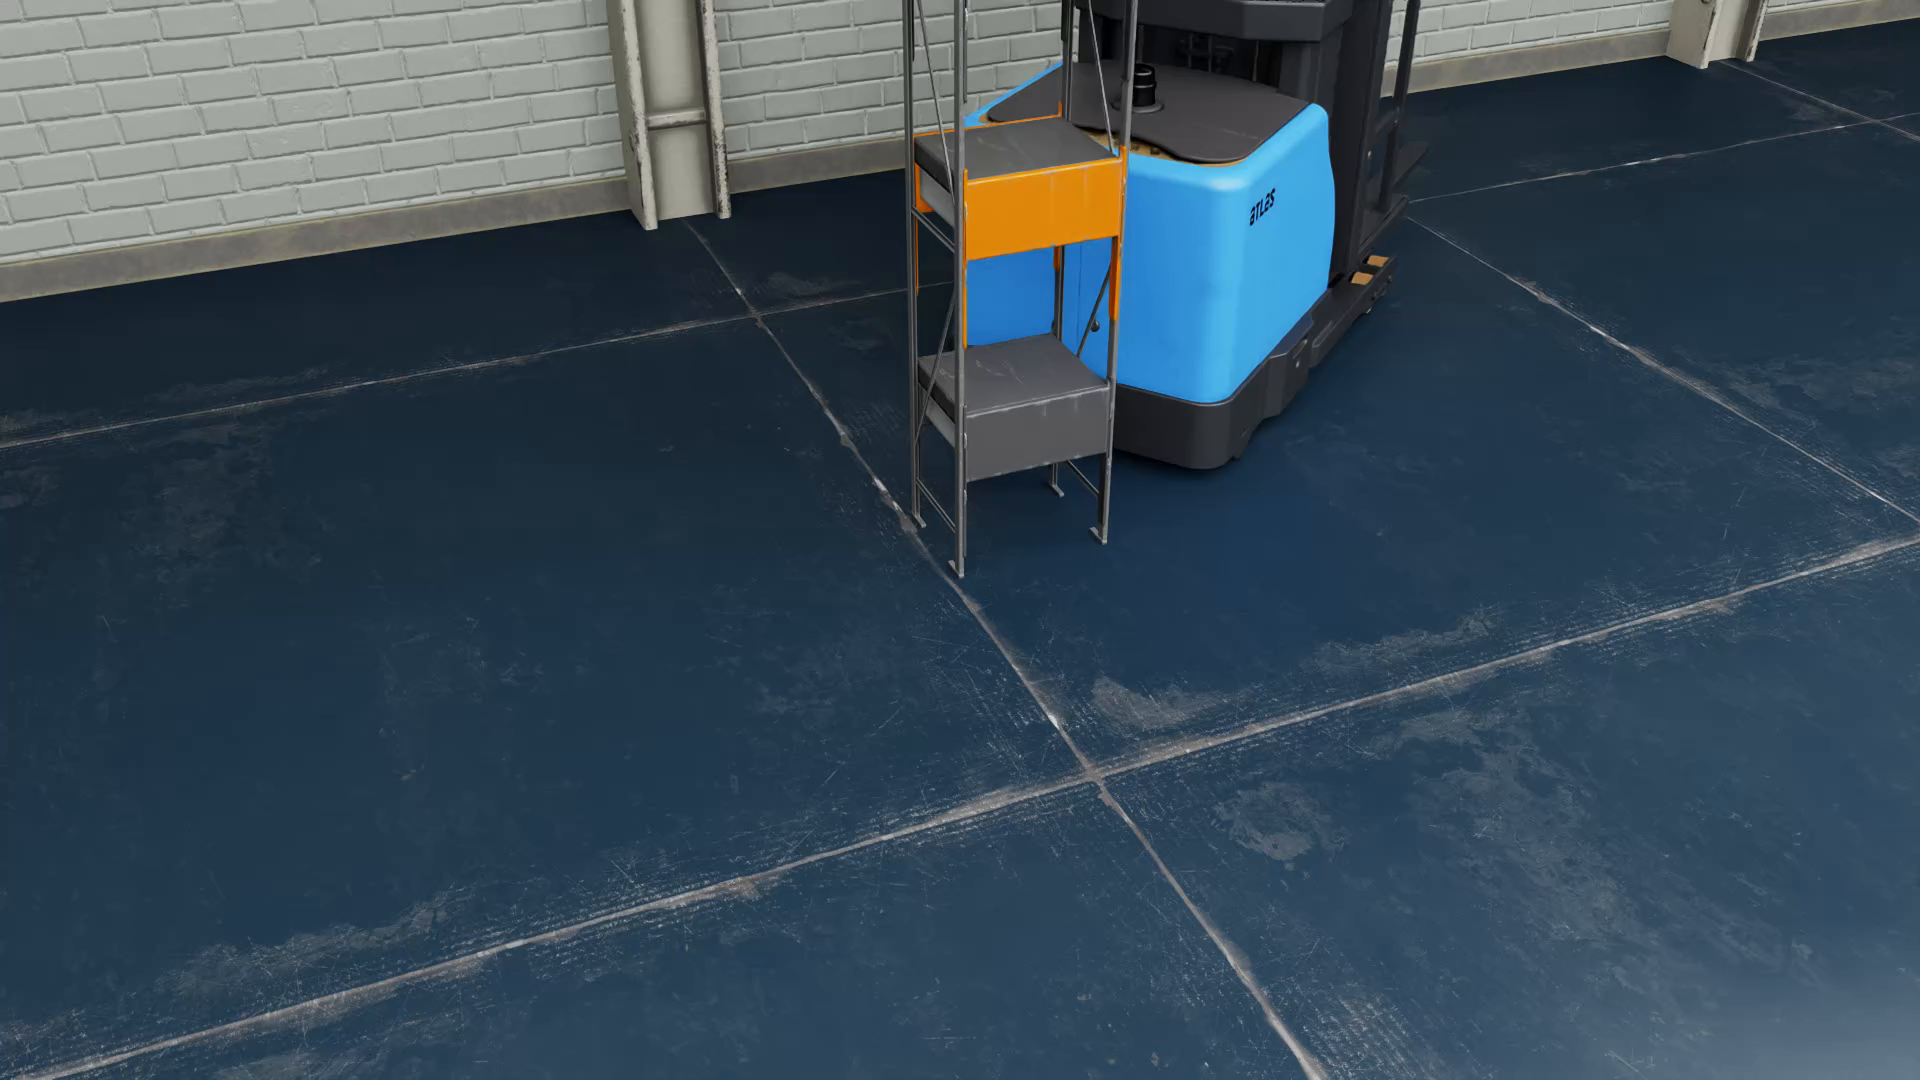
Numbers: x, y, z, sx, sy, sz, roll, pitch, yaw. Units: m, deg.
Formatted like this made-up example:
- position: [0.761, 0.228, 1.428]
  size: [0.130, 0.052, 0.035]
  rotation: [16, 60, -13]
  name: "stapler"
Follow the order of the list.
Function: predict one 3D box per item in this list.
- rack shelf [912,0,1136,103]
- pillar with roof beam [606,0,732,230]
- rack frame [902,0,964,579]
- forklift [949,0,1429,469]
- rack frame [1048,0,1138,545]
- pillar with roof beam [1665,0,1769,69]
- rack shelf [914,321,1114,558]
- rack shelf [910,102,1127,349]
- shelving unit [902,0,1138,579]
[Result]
- position: [0.153, -1.490, 4.357]
  size: [0.480, 0.518, 0.431]
  rotation: [-13, 35, -19]
  name: "rack shelf"
- position: [0.398, -3.096, 1.758]
  size: [0.400, 9.000, 9.100]
  rotation: [-13, 35, -19]
  name: "pillar with roof beam"
- position: [-0.072, -0.864, 4.652]
  size: [0.015, 2.100, 0.400]
  rotation: [-13, 35, -19]
  name: "rack frame"
- position: [1.121, -2.238, 6.003]
  size: [1.130, 2.935, 3.031]
  rotation: [17, 37, 24]
  name: "forklift"
- position: [0.378, -0.967, 4.810]
  size: [0.015, 2.100, 0.400]
  rotation: [-13, 35, -19]
  name: "rack frame"
- position: [5.930, -4.363, 3.705]
  size: [0.400, 9.000, 9.100]
  rotation: [-13, 35, -19]
  name: "pillar with roof beam"
- position: [0.153, -0.317, 5.120]
  size: [0.480, 0.518, 0.431]
  rotation: [-13, 35, -19]
  name: "rack shelf"
- position: [0.153, -0.904, 4.738]
  size: [0.480, 0.518, 0.431]
  rotation: [-13, 35, -19]
  name: "rack shelf"
- position: [0.153, -0.915, 4.731]
  size: [0.503, 2.100, 0.431]
  rotation: [-13, 35, -19]
  name: "shelving unit"
